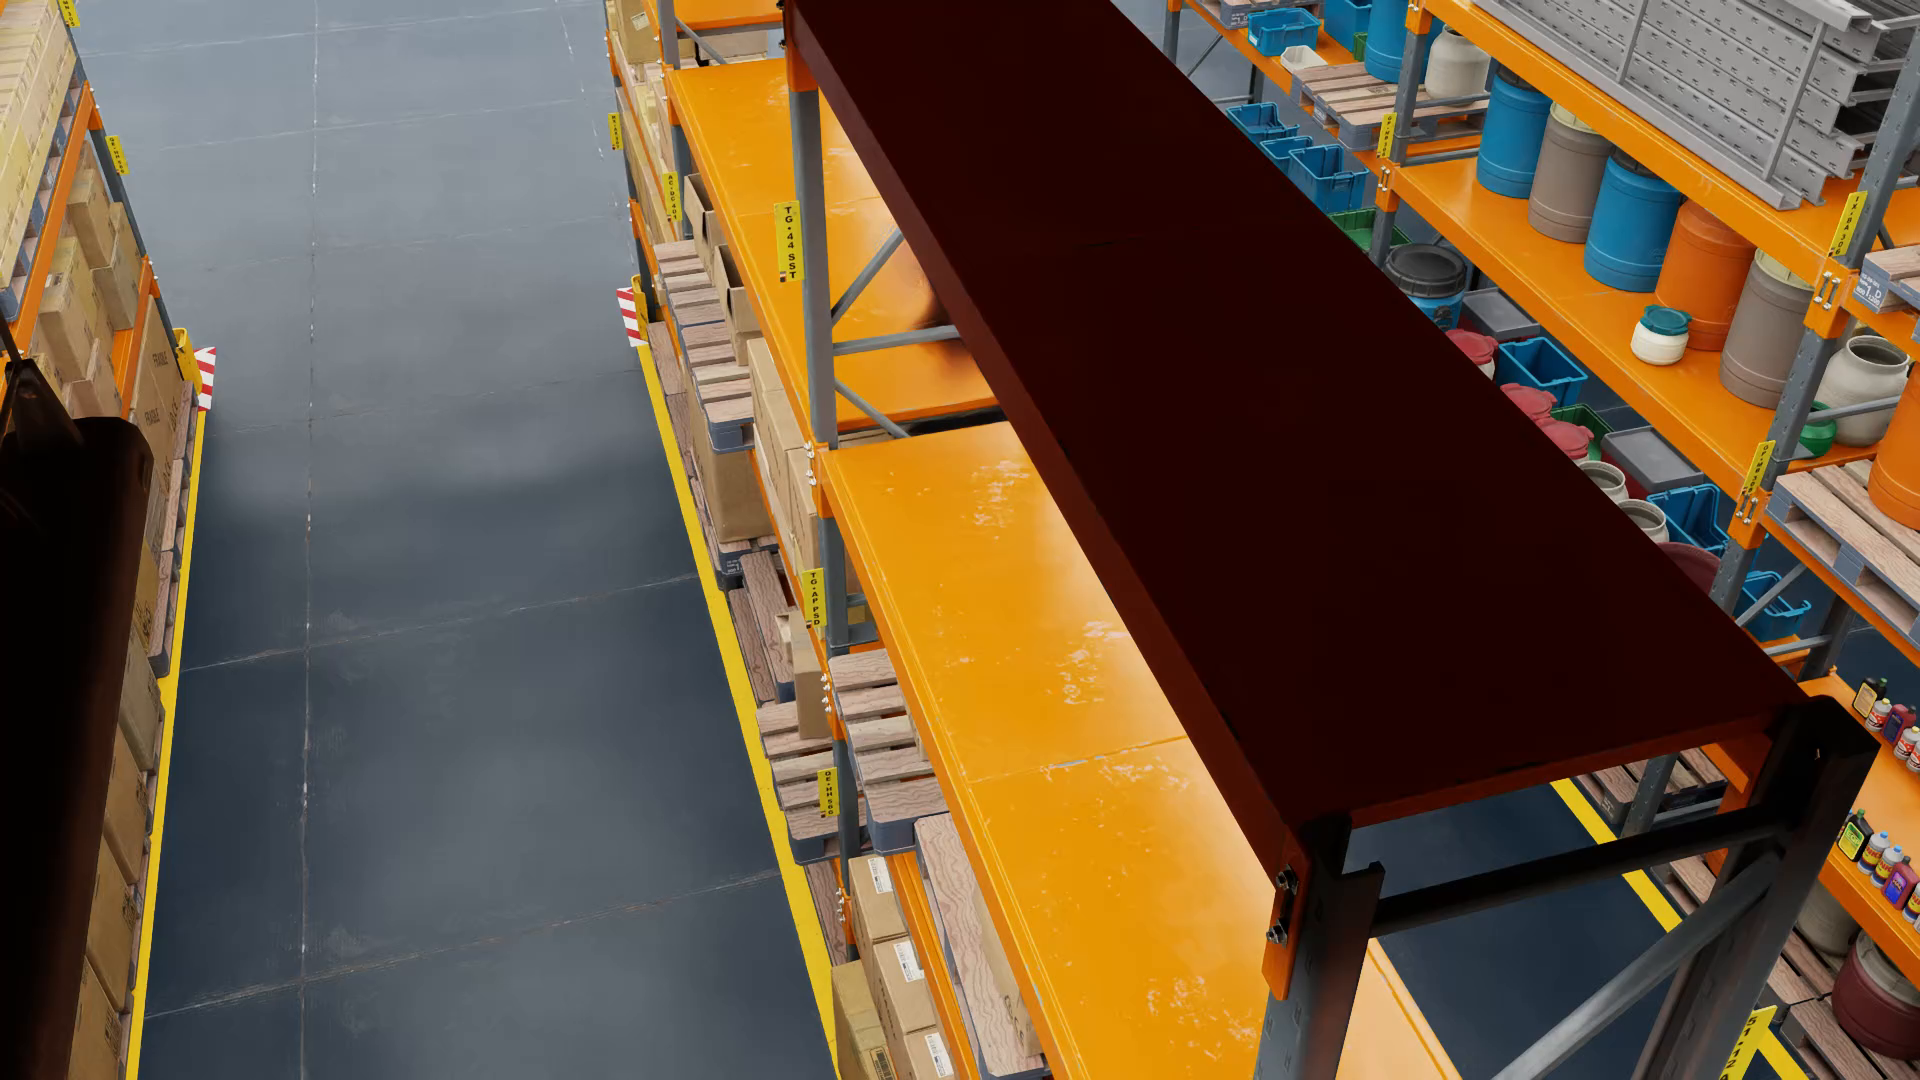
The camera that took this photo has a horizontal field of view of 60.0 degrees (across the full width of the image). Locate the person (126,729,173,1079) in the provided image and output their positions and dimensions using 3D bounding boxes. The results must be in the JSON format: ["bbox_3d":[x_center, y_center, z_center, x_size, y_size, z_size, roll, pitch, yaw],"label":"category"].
[{"bbox_3d":[-2.076,0.733,10.620,7.703,1.608,4.141,-21,43,-24],"label":"person"}]
